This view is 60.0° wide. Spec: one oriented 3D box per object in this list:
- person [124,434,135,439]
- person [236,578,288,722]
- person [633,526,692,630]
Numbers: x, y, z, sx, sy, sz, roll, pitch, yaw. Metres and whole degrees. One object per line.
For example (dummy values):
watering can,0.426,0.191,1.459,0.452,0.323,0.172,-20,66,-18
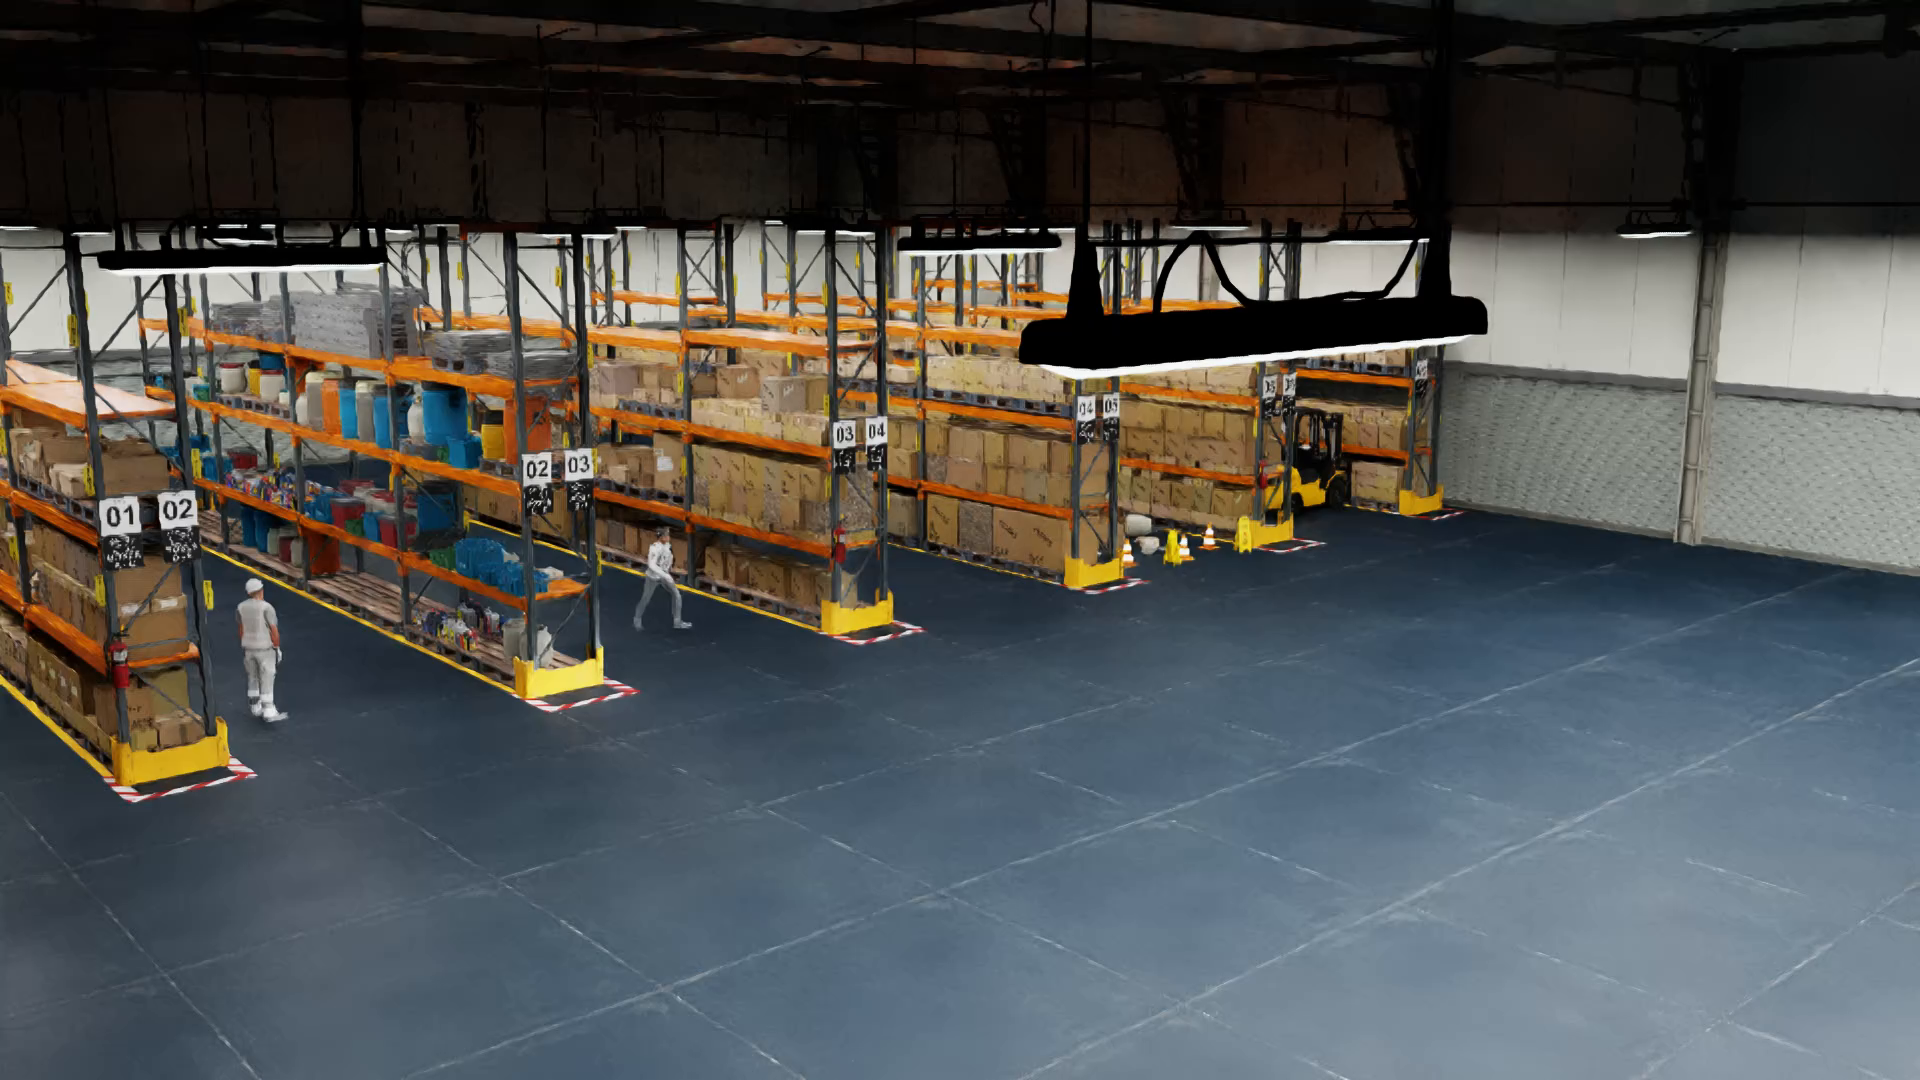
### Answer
person,-16.873,-1.328,34.130,0.598,1.717,0.587,3,12,15
person,-8.669,1.334,20.655,0.606,1.792,0.442,4,12,17
person,-4.544,0.550,25.021,0.811,1.608,0.630,7,13,31
